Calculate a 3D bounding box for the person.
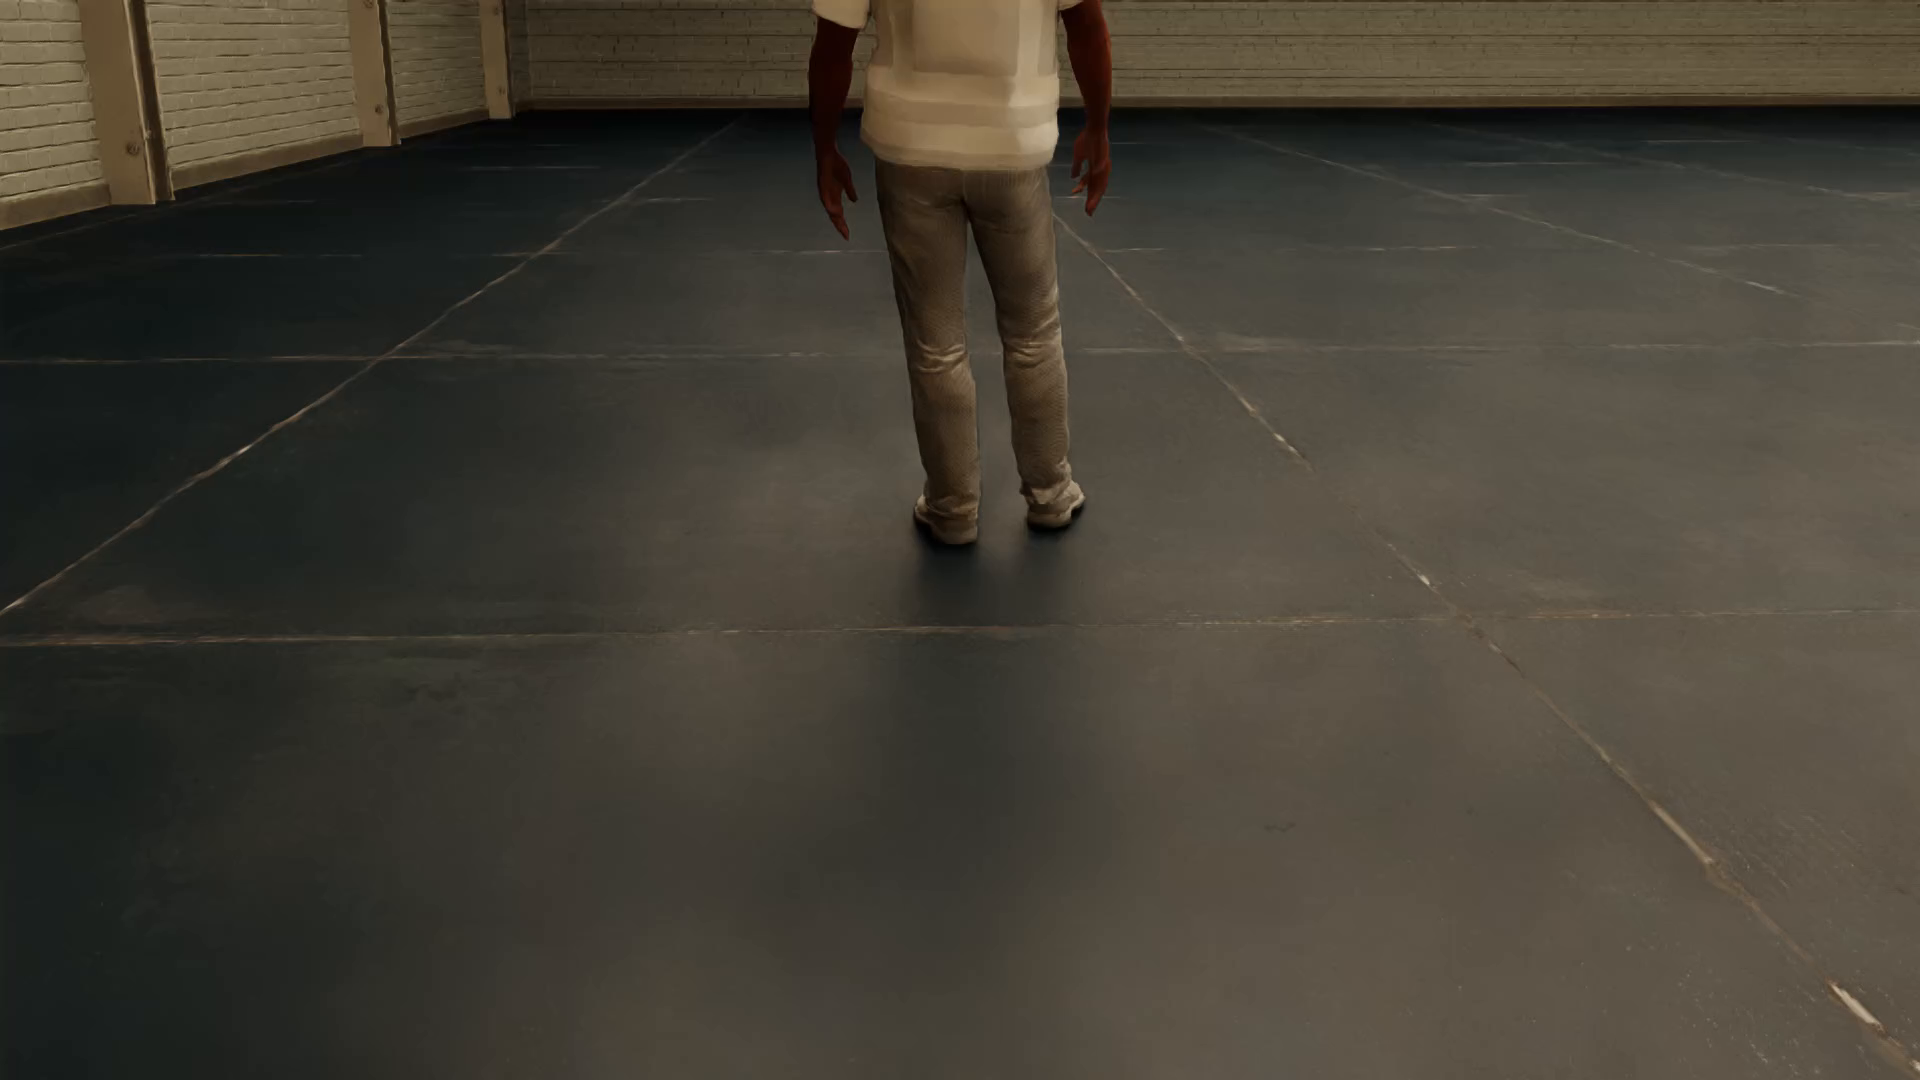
[{"bbox_3d":[0.002,-0.872,3.725,0.665,1.766,0.576,-1,17,-3],"label":"person"}]
